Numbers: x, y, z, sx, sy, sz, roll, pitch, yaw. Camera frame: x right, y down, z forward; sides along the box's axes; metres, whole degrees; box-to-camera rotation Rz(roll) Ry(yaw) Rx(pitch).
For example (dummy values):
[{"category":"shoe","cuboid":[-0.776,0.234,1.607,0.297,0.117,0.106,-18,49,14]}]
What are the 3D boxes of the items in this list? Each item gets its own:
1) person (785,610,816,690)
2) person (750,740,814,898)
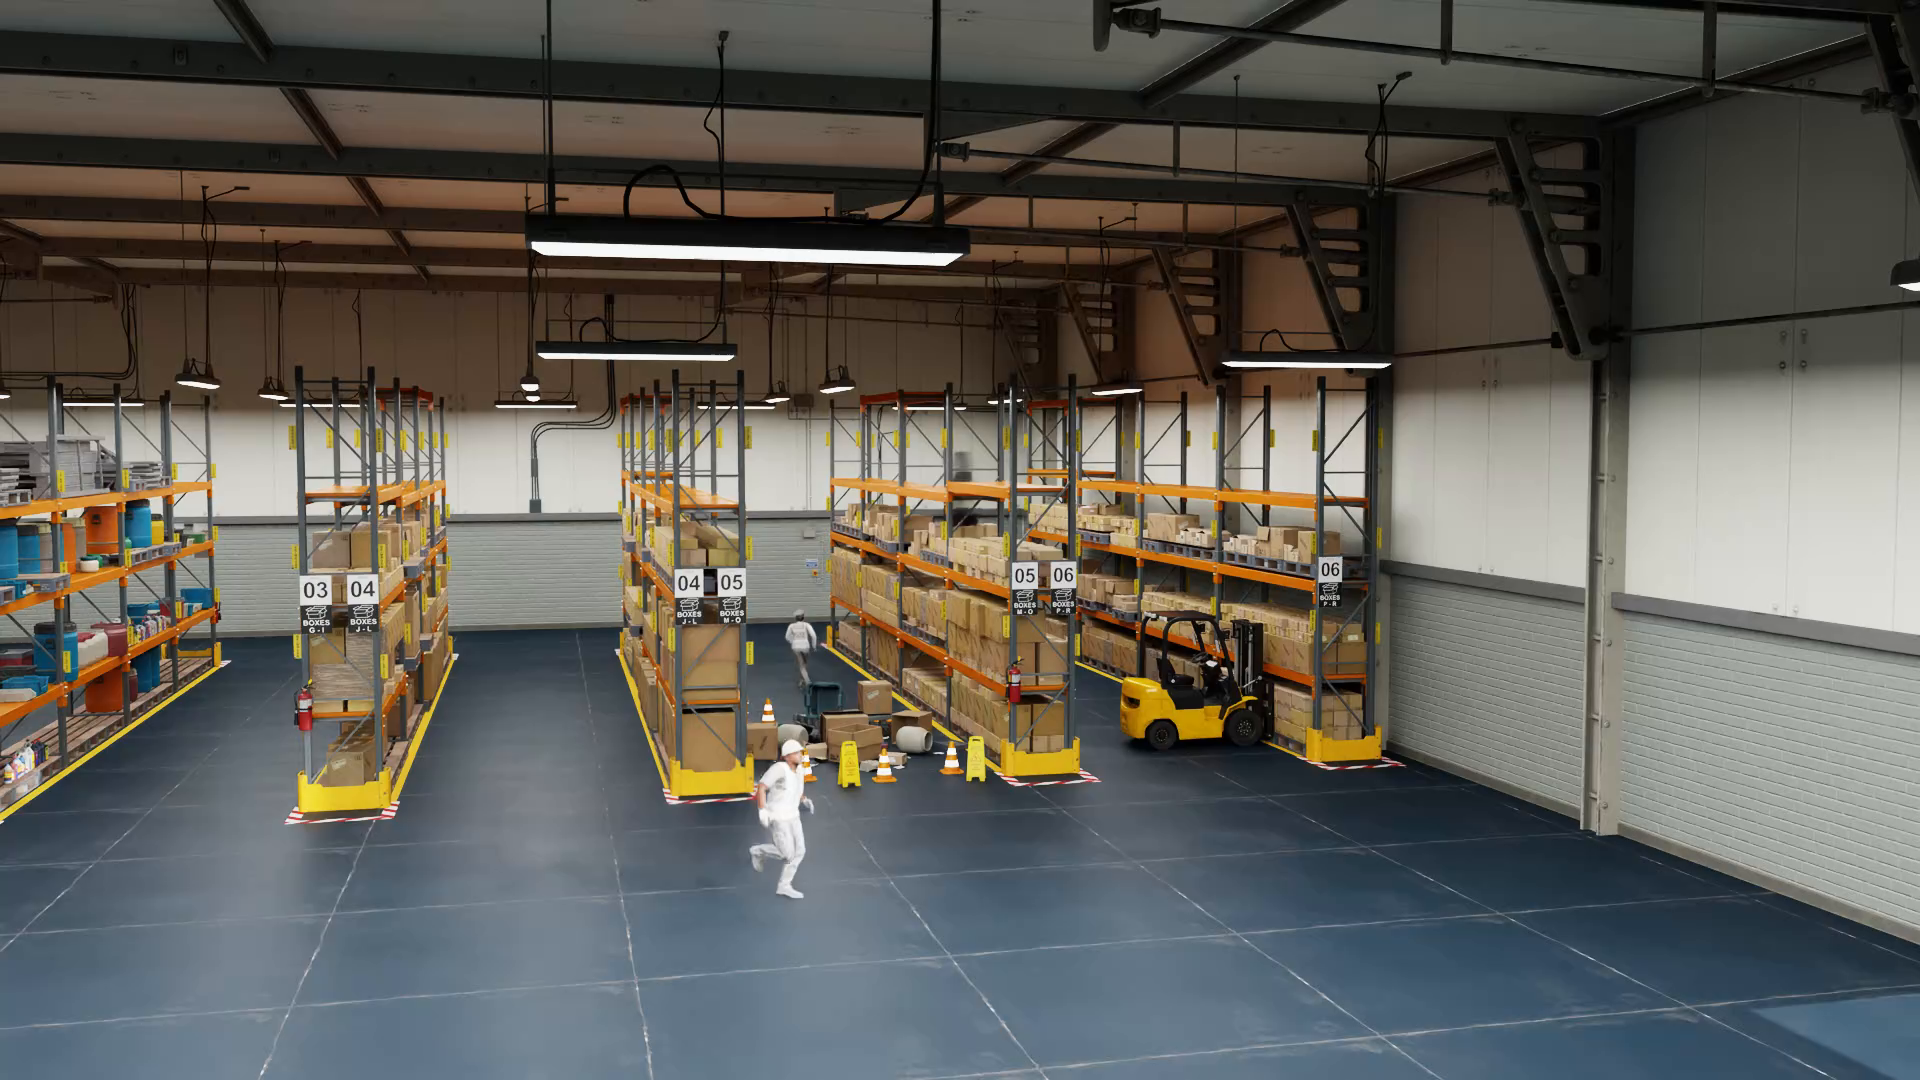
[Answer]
[{"category":"person","cuboid":[-3.167,2.244,33.128,0.619,1.624,0.776,-1,3,-10]},{"category":"person","cuboid":[-1.981,3.060,18.353,0.721,1.736,0.721,2,4,28]}]
